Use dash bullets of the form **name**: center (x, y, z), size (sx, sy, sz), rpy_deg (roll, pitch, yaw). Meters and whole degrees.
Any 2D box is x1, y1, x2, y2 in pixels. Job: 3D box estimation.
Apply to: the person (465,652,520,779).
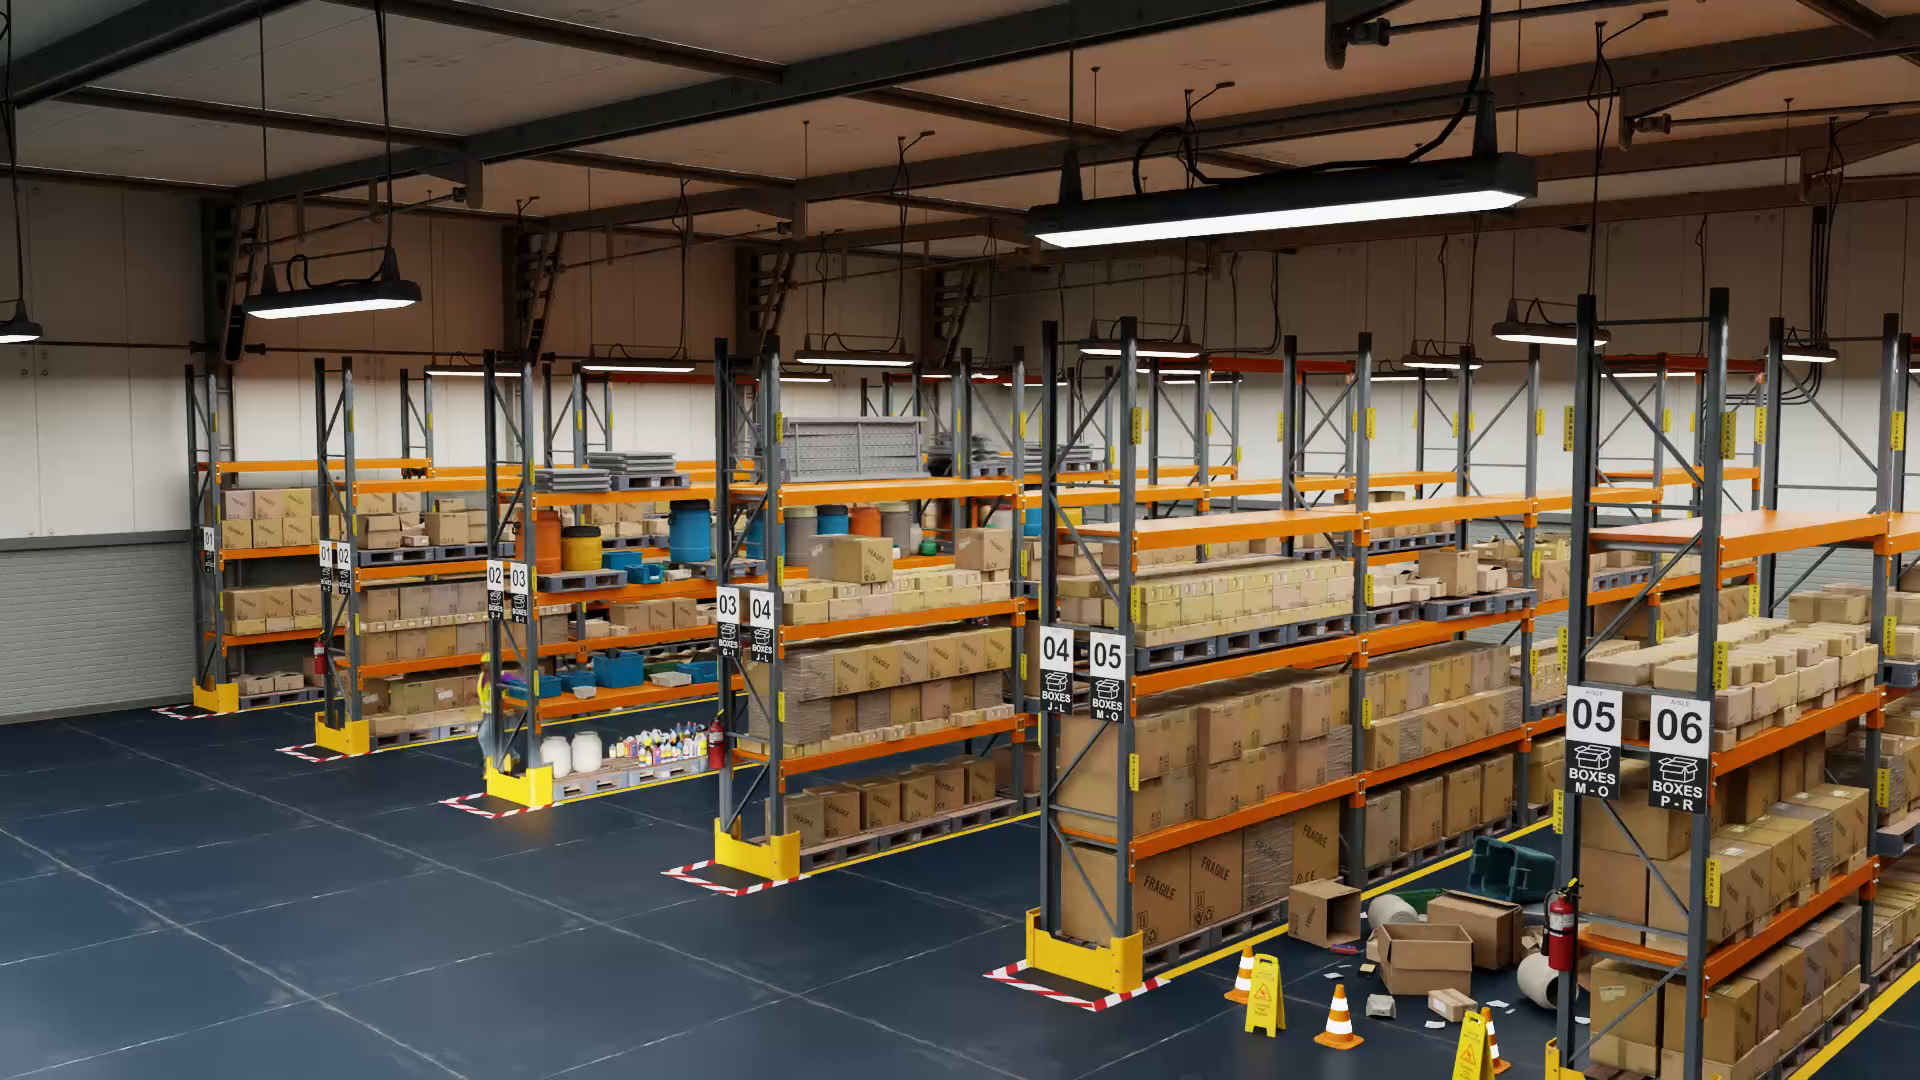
- **person**: center (-6.636, 2.485, 23.740), size (0.710, 1.789, 0.817), rpy_deg (4, 6, 42)
